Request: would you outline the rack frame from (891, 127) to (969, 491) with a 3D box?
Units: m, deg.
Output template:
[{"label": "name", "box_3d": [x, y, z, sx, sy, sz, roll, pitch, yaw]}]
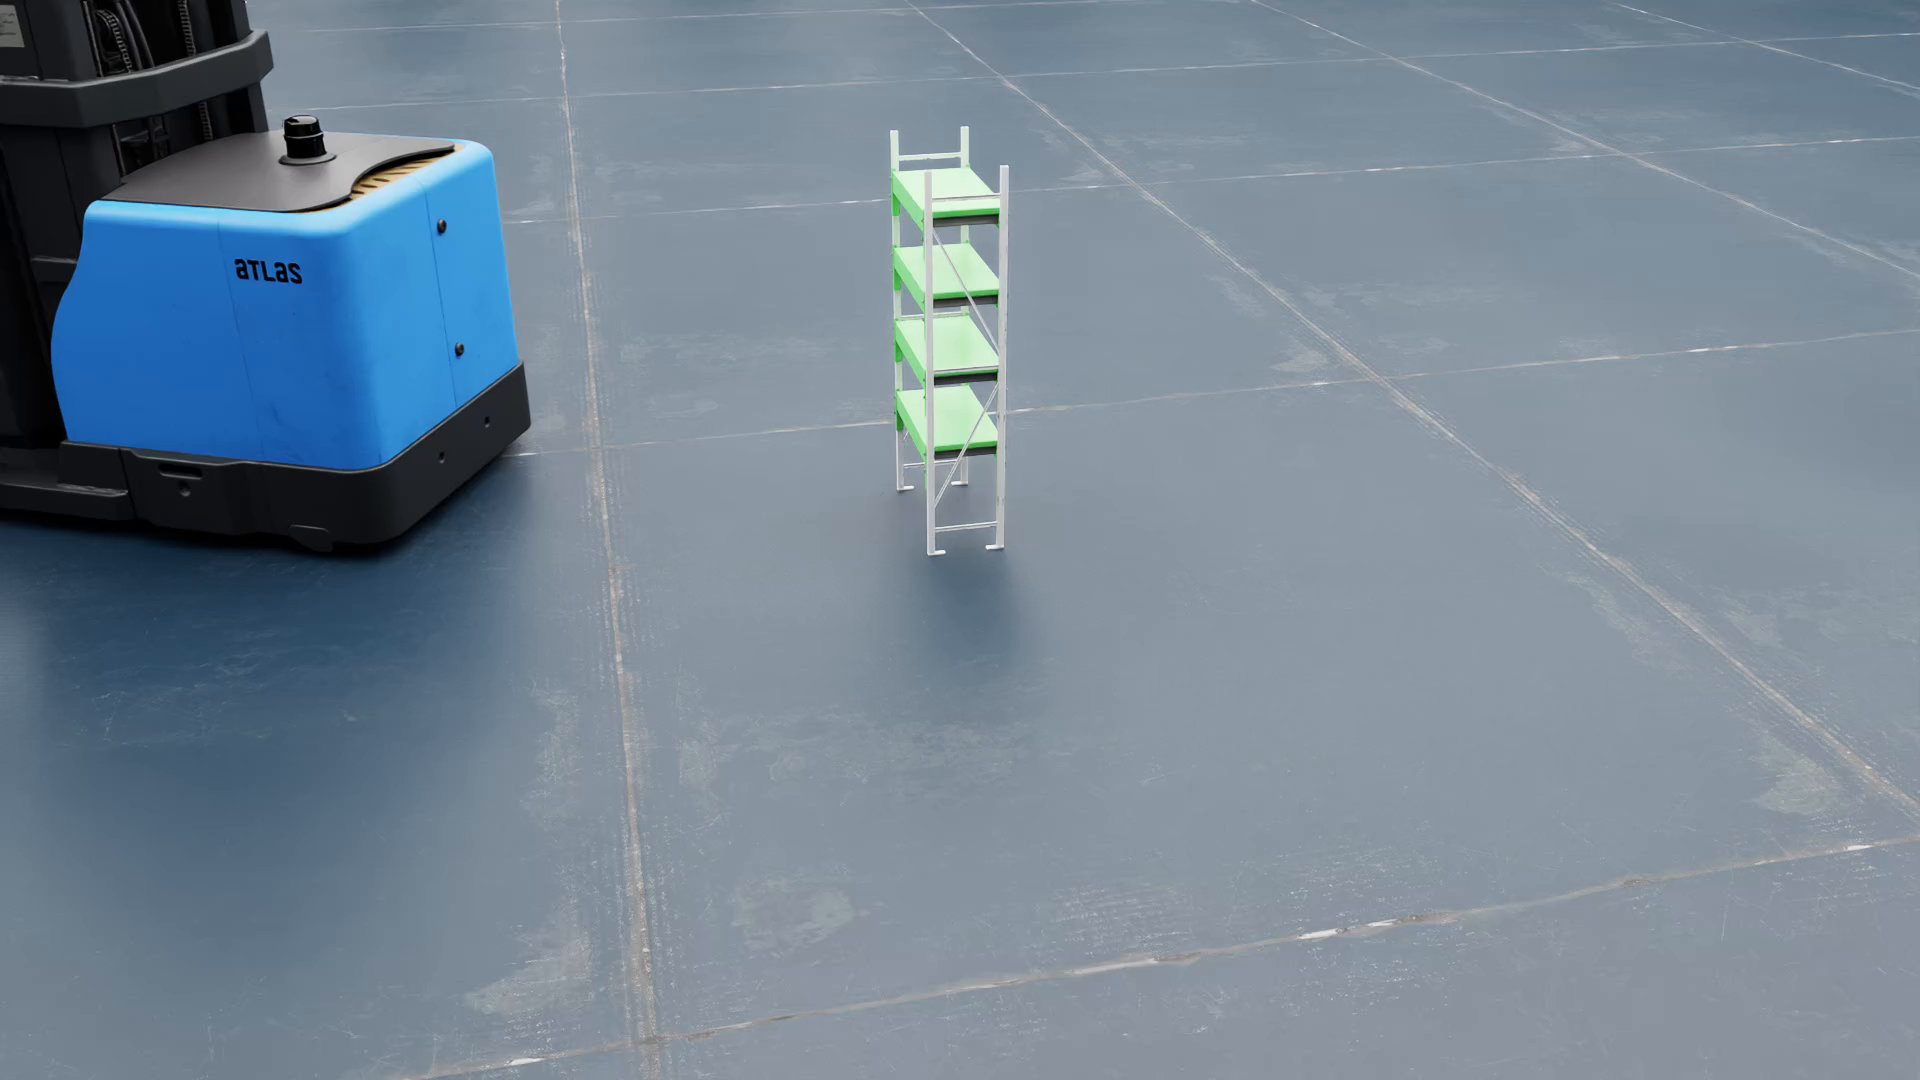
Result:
[{"label": "rack frame", "box_3d": [-0.092, -0.715, 5.336, 0.240, 1.200, 0.015, -6, 27, -12]}]

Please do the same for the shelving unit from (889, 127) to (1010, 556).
[{"label": "shelving unit", "box_3d": [-0.037, -0.608, 5.124, 0.258, 1.200, 0.503, -6, 27, -12]}]

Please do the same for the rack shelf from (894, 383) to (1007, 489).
[{"label": "rack shelf", "box_3d": [-0.037, -0.337, 5.261, 0.258, 0.148, 0.480, -6, 27, -12]}]

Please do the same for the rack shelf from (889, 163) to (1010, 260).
[{"label": "rack shelf", "box_3d": [-0.037, -0.980, 4.936, 0.258, 0.148, 0.480, -6, 27, -12]}]

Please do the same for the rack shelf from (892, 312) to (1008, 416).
[{"label": "rack shelf", "box_3d": [-0.037, -0.551, 5.152, 0.258, 0.148, 0.480, -6, 27, -12]}]

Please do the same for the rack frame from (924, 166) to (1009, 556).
[{"label": "rack frame", "box_3d": [0.018, -0.501, 4.911, 0.240, 1.200, 0.015, -6, 27, -12]}]

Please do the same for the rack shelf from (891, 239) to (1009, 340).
[{"label": "rack shelf", "box_3d": [-0.037, -0.766, 5.044, 0.258, 0.148, 0.480, -6, 27, -12]}]

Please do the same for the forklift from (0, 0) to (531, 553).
[{"label": "forklift", "box_3d": [-3.092, -1.610, 5.186, 3.031, 2.935, 1.130, 6, 27, 12]}]
